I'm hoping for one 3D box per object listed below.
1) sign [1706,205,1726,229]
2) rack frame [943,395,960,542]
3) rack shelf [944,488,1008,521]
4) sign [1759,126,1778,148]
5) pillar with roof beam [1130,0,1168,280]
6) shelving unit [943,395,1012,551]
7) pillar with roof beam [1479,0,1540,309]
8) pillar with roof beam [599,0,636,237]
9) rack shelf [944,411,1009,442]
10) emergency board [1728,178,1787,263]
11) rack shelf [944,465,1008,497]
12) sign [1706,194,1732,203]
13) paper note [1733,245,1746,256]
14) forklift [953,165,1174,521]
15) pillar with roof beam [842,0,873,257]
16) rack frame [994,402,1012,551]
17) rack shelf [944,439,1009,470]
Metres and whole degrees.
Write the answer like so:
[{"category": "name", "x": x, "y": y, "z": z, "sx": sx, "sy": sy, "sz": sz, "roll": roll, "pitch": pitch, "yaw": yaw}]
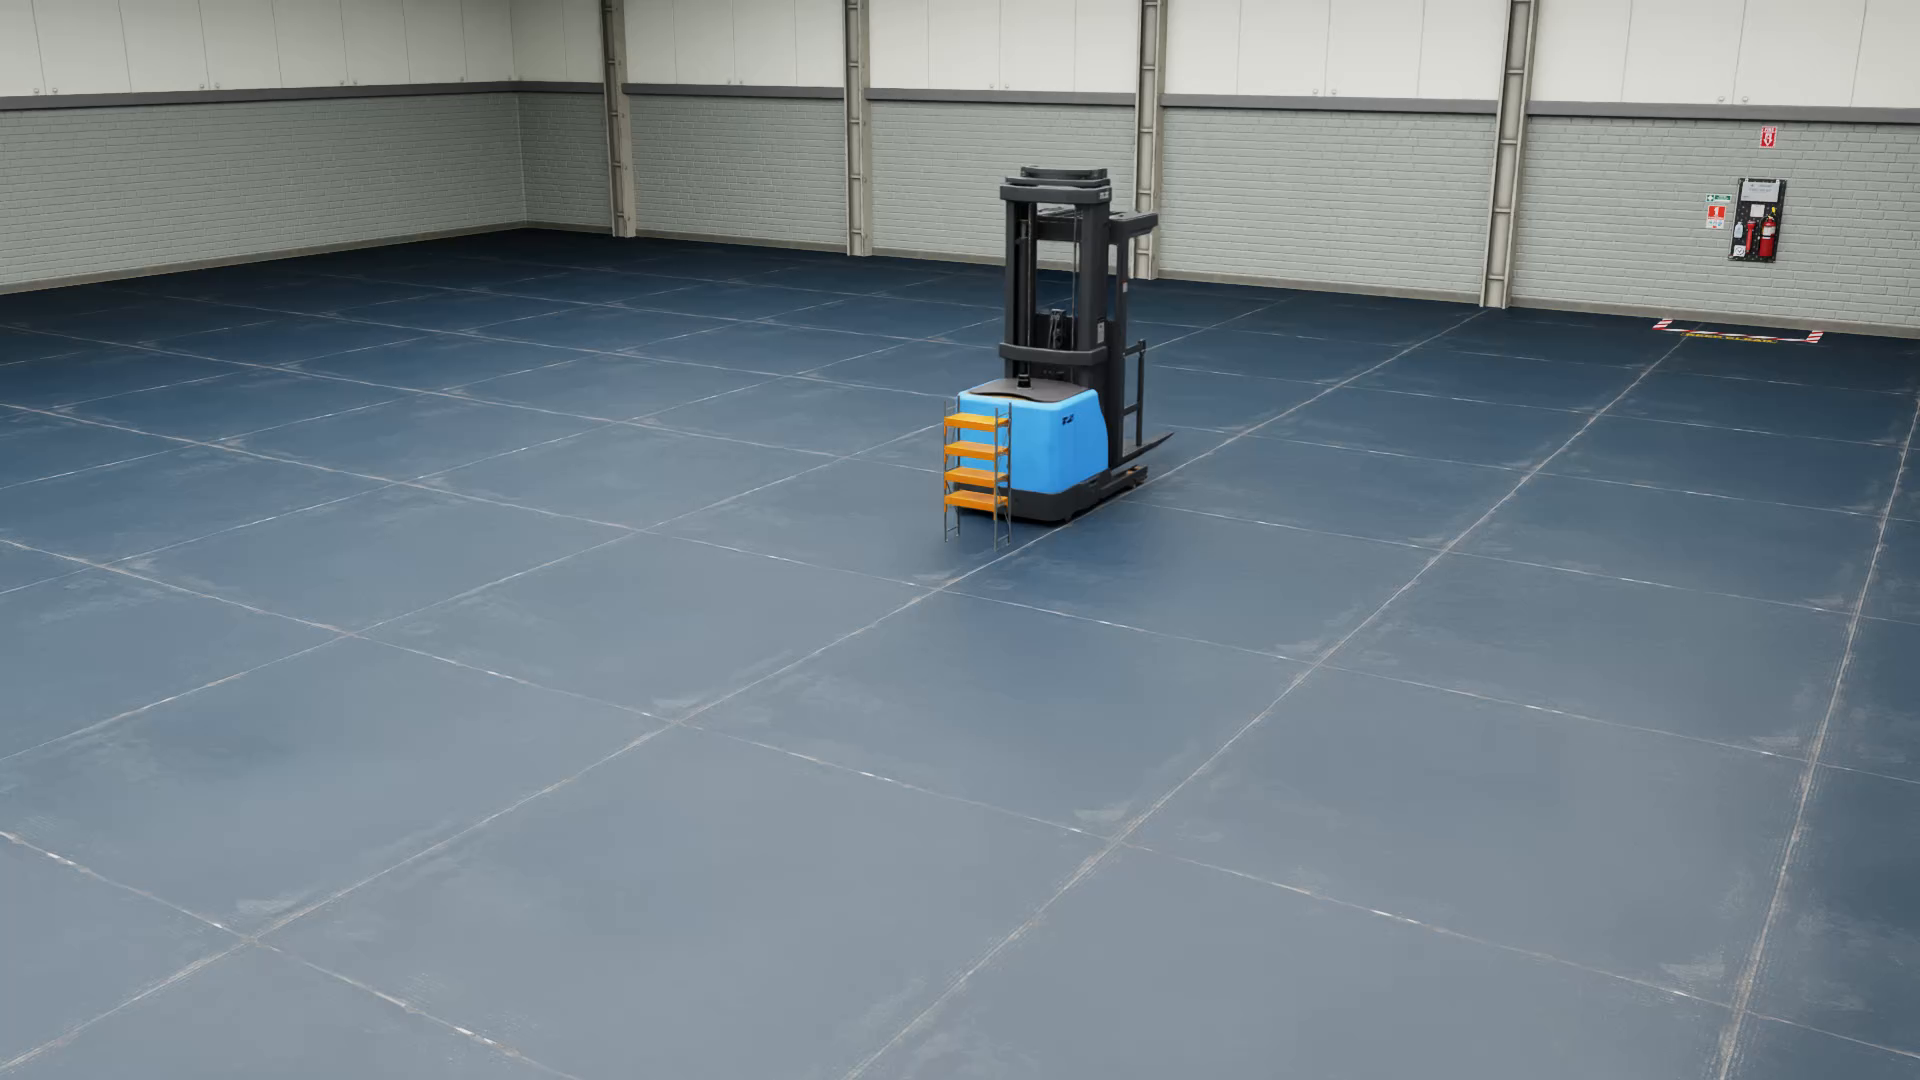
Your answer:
[{"category": "sign", "x": 10.920, "y": -4.666, "z": 24.020, "sx": 0.234, "sy": 0.329, "sz": 0.001, "roll": 10, "pitch": 20, "yaw": 30}, {"category": "rack frame", "x": -0.067, "y": -0.586, "z": 13.746, "sx": 0.015, "sy": 1.200, "sz": 0.240, "roll": 10, "pitch": 20, "yaw": 30}, {"category": "rack shelf", "x": 0.141, "y": -0.295, "z": 13.701, "sx": 0.480, "sy": 0.148, "sz": 0.258, "roll": 10, "pitch": 20, "yaw": 30}, {"category": "sign", "x": 11.382, "y": -5.674, "z": 23.412, "sx": 0.199, "sy": 0.298, "sz": 0.001, "roll": 10, "pitch": 20, "yaw": 30}, {"category": "pillar with roof beam", "x": 0.944, "y": -7.783, "z": 24.022, "sx": 0.400, "sy": 9.000, "sz": 9.100, "roll": 10, "pitch": 20, "yaw": 30}, {"category": "shelving unit", "x": 0.141, "y": -0.549, "z": 13.624, "sx": 0.503, "sy": 1.200, "sz": 0.258, "roll": 10, "pitch": 20, "yaw": 30}, {"category": "pillar with roof beam", "x": 6.057, "y": -6.871, "z": 21.018, "sx": 0.400, "sy": 9.000, "sz": 9.100, "roll": 10, "pitch": 20, "yaw": 30}, {"category": "pillar with roof beam", "x": -9.281, "y": -9.609, "z": 30.031, "sx": 0.400, "sy": 9.000, "sz": 9.100, "roll": 10, "pitch": 20, "yaw": 30}, {"category": "rack shelf", "x": 0.141, "y": -0.925, "z": 13.510, "sx": 0.480, "sy": 0.148, "sz": 0.258, "roll": 10, "pitch": 20, "yaw": 30}, {"category": "emergency board", "x": 11.337, "y": -4.539, "z": 23.664, "sx": 0.643, "sy": 1.169, "sz": 0.194, "roll": 10, "pitch": 20, "yaw": 30}, {"category": "rack shelf", "x": 0.141, "y": -0.485, "z": 13.643, "sx": 0.480, "sy": 0.148, "sz": 0.258, "roll": 10, "pitch": 20, "yaw": 30}, {"category": "sign", "x": 10.919, "y": -4.917, "z": 23.933, "sx": 0.331, "sy": 0.109, "sz": 0.001, "roll": 10, "pitch": 20, "yaw": 30}, {"category": "paper note", "x": 11.222, "y": -4.162, "z": 23.937, "sx": 0.142, "sy": 0.148, "sz": 0.016, "roll": 10, "pitch": 20, "yaw": 30}, {"category": "forklift", "x": 1.108, "y": -1.940, "z": 15.224, "sx": 1.130, "sy": 2.935, "sz": 3.031, "roll": 9, "pitch": 19, "yaw": 28}, {"category": "pillar with roof beam", "x": -4.168, "y": -8.696, "z": 27.027, "sx": 0.400, "sy": 9.000, "sz": 9.100, "roll": 10, "pitch": 20, "yaw": 30}, {"category": "rack frame", "x": 0.349, "y": -0.512, "z": 13.502, "sx": 0.015, "sy": 1.200, "sz": 0.240, "roll": 10, "pitch": 20, "yaw": 30}, {"category": "rack shelf", "x": 0.141, "y": -0.699, "z": 13.578, "sx": 0.480, "sy": 0.148, "sz": 0.258, "roll": 10, "pitch": 20, "yaw": 30}]
